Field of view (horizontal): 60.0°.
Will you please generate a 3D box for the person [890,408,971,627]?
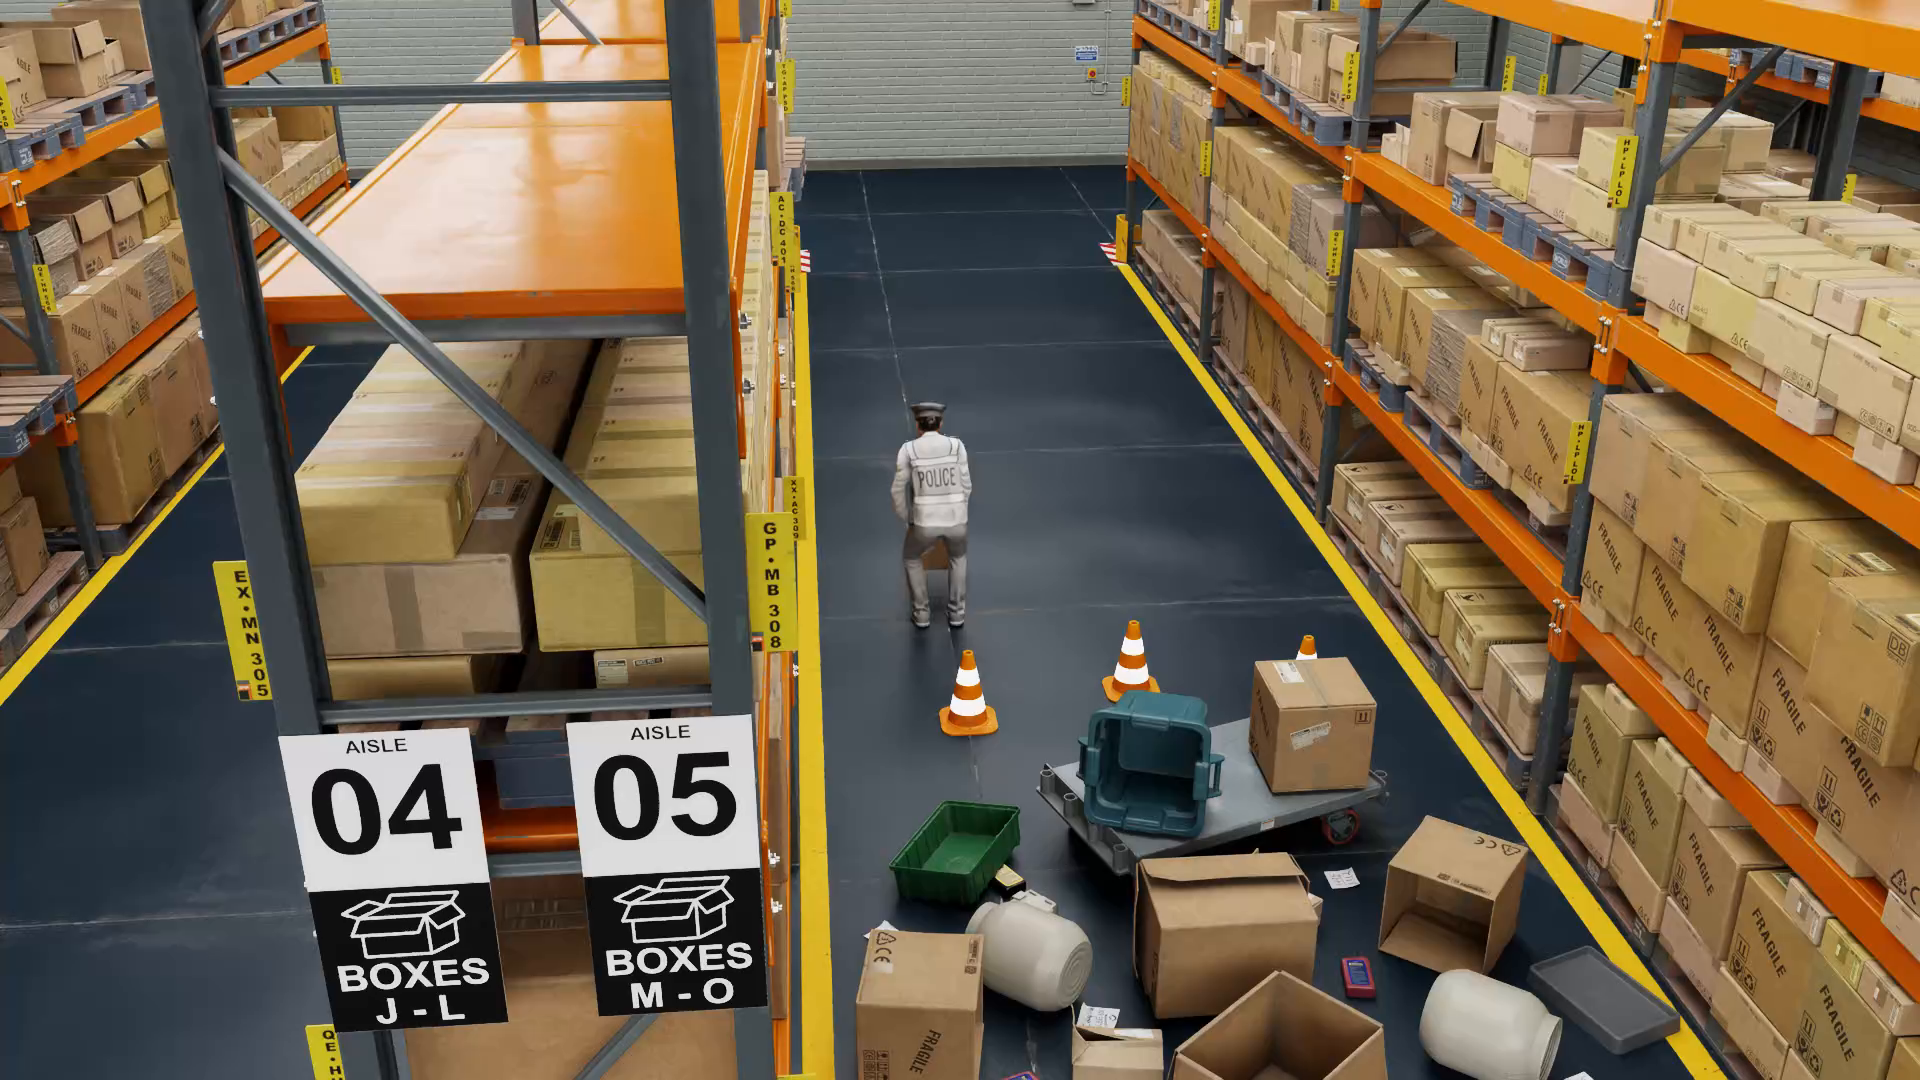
[{"bbox_3d":[-0.187,-0.138,10.919,0.534,1.430,0.673,-2,24,-5],"label":"person"}]
